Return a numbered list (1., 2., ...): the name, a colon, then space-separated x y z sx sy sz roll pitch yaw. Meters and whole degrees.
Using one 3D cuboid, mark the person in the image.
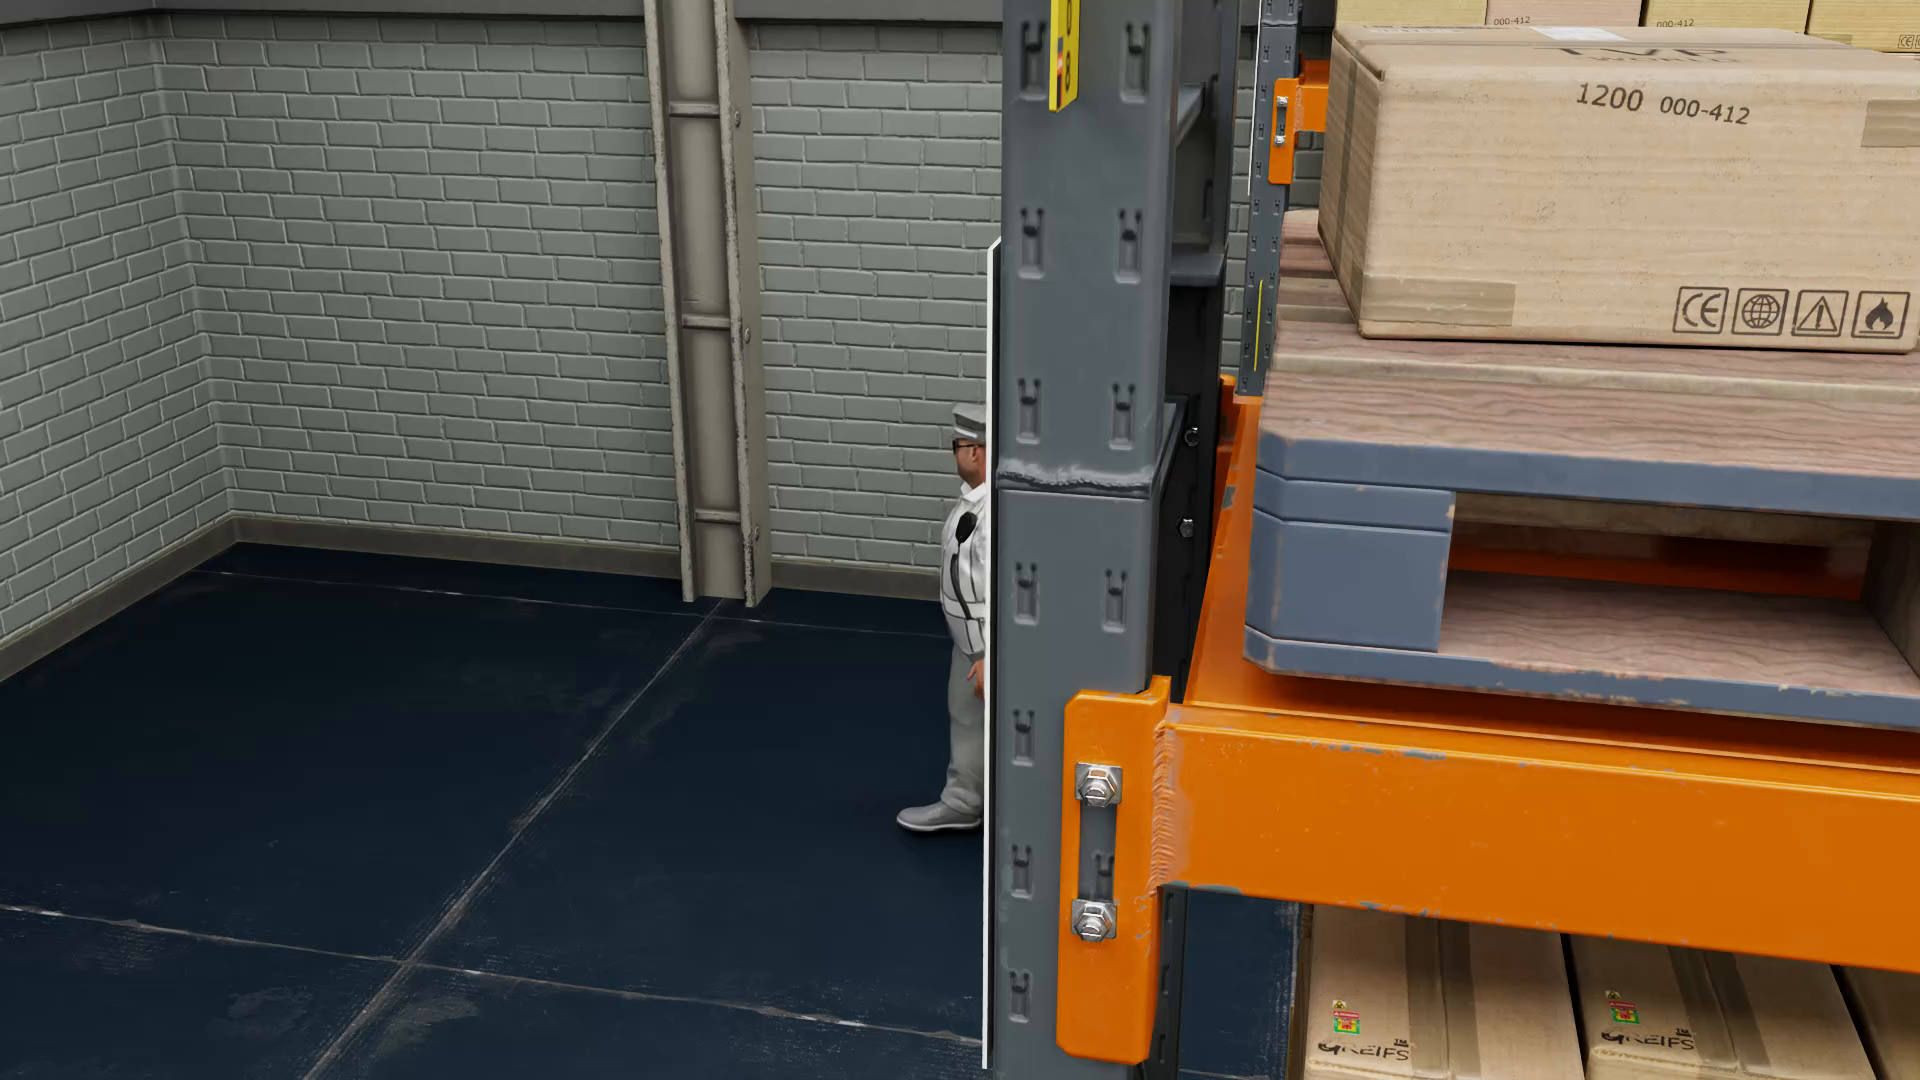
1. person: 0.100 0.350 6.141 0.624 1.738 0.610 -6 22 -15
